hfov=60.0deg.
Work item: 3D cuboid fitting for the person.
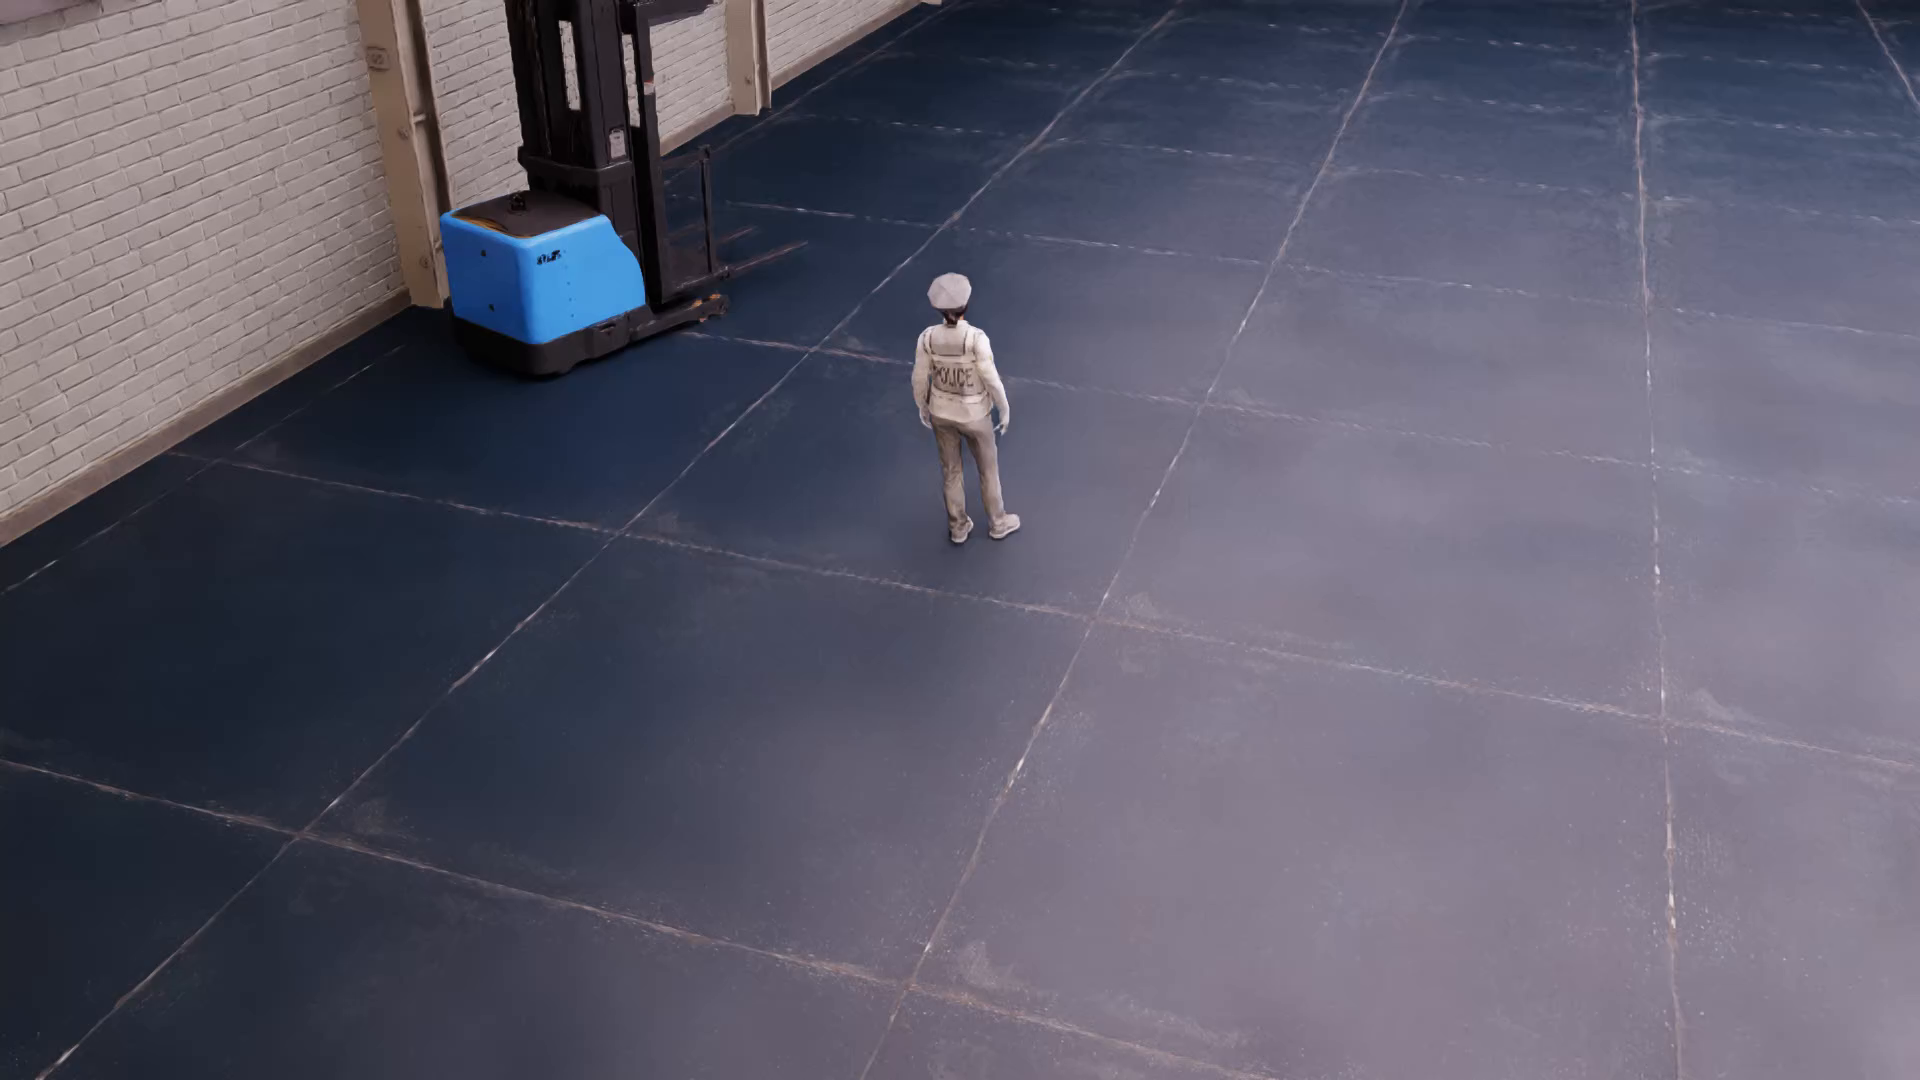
[{"bbox_3d":[0.029,-0.773,9.726,0.586,1.695,0.532,10,31,16],"label":"person"}]

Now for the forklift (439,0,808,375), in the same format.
[{"bbox_3d":[-2.495,-3.128,12.624,1.130,2.935,3.031,22,36,33],"label":"forklift"}]
